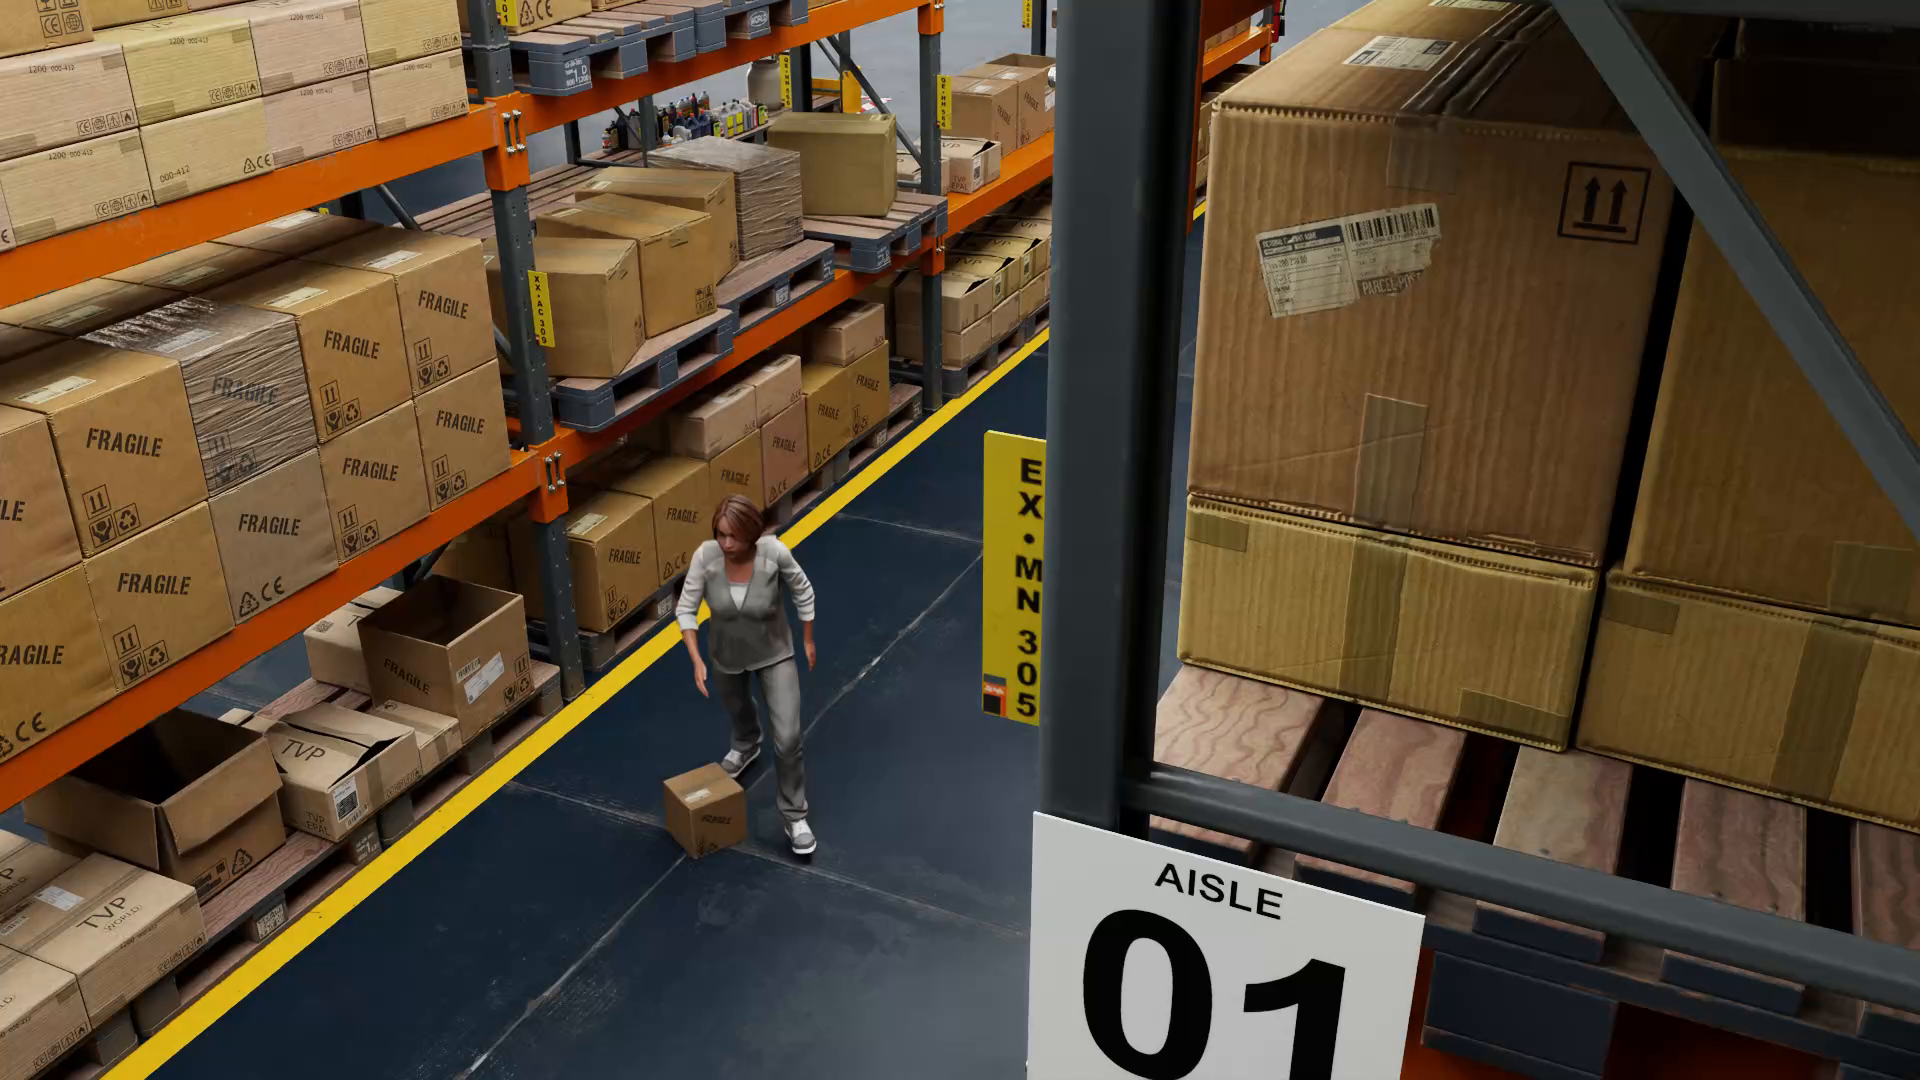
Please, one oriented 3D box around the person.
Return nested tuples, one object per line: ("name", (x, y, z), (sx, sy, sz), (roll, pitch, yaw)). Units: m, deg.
("person", (-0.835, 0.452, 6.747), (0.550, 1.528, 0.783), (2, 27, 5))
